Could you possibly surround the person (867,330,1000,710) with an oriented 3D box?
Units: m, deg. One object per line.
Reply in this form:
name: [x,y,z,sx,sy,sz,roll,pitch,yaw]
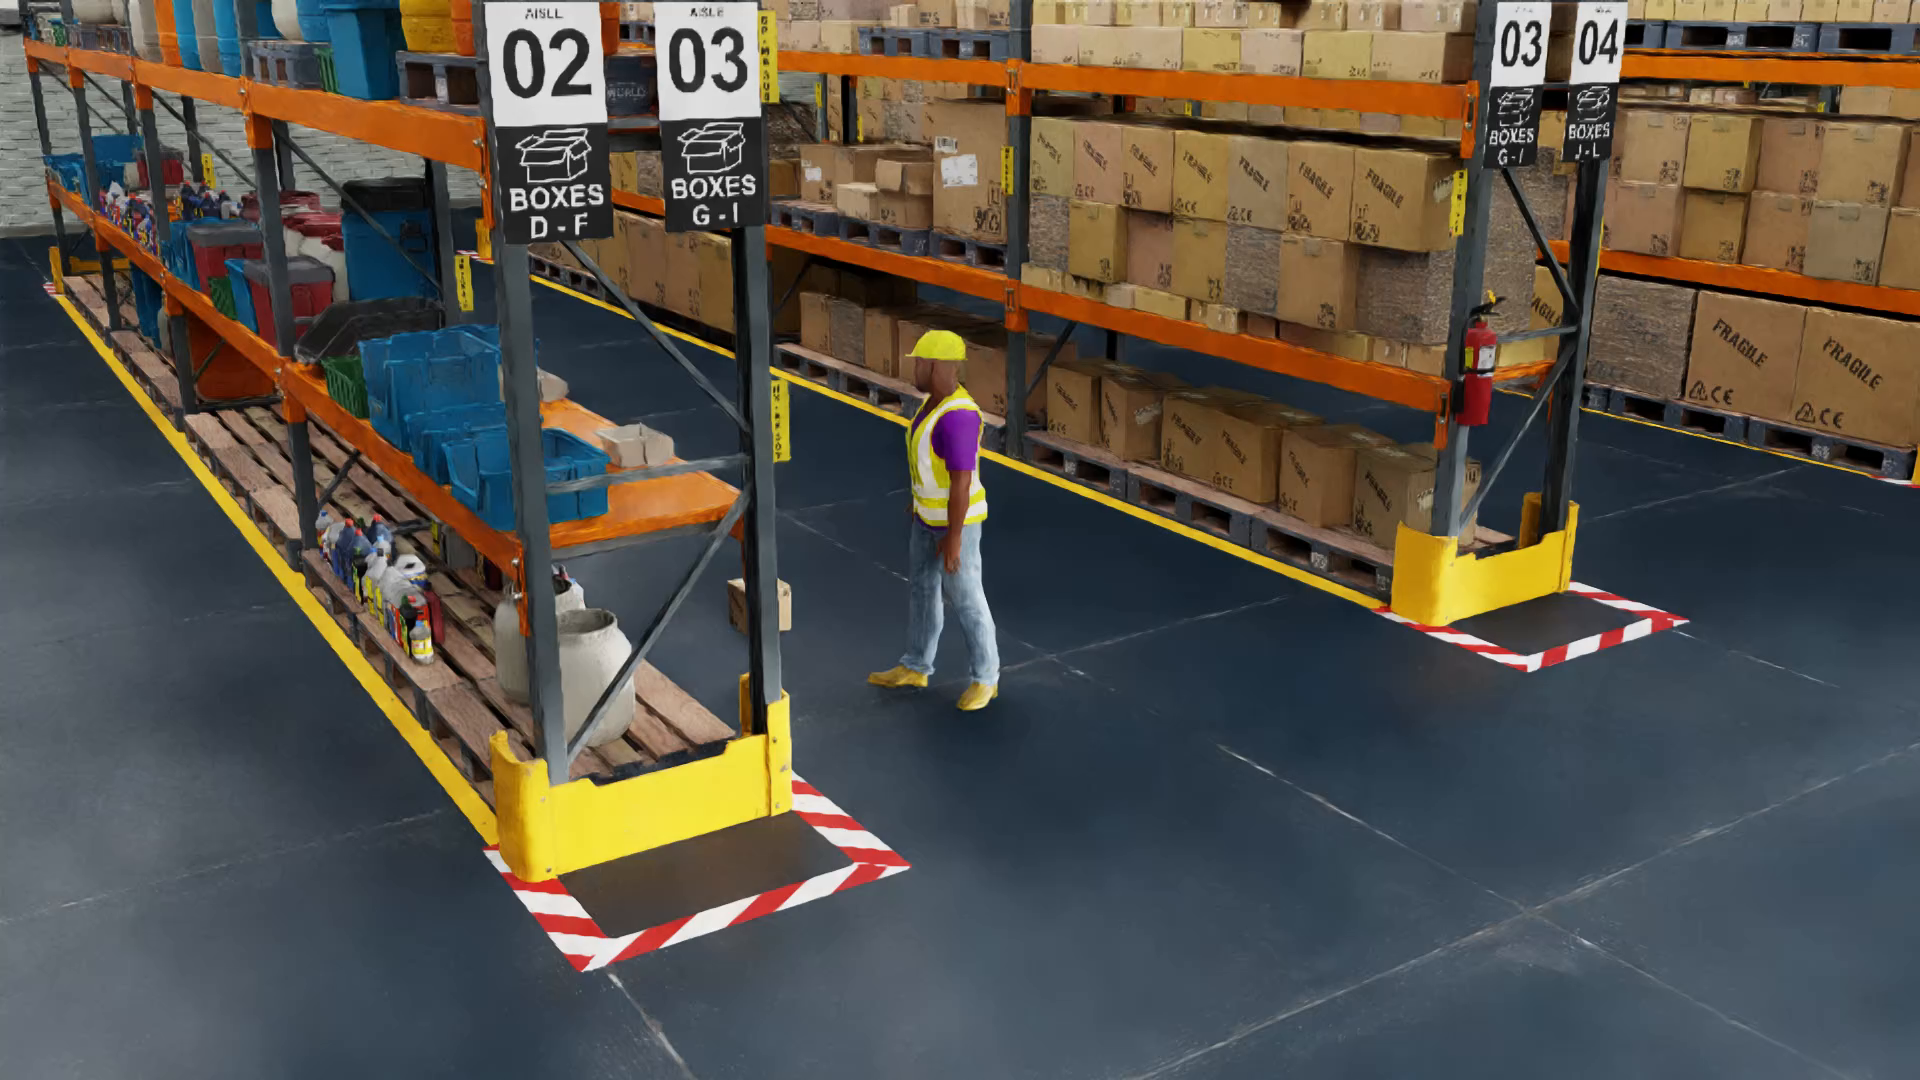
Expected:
person: [-0.134,-0.106,7.768,0.589,1.764,0.696,-6,19,-19]
